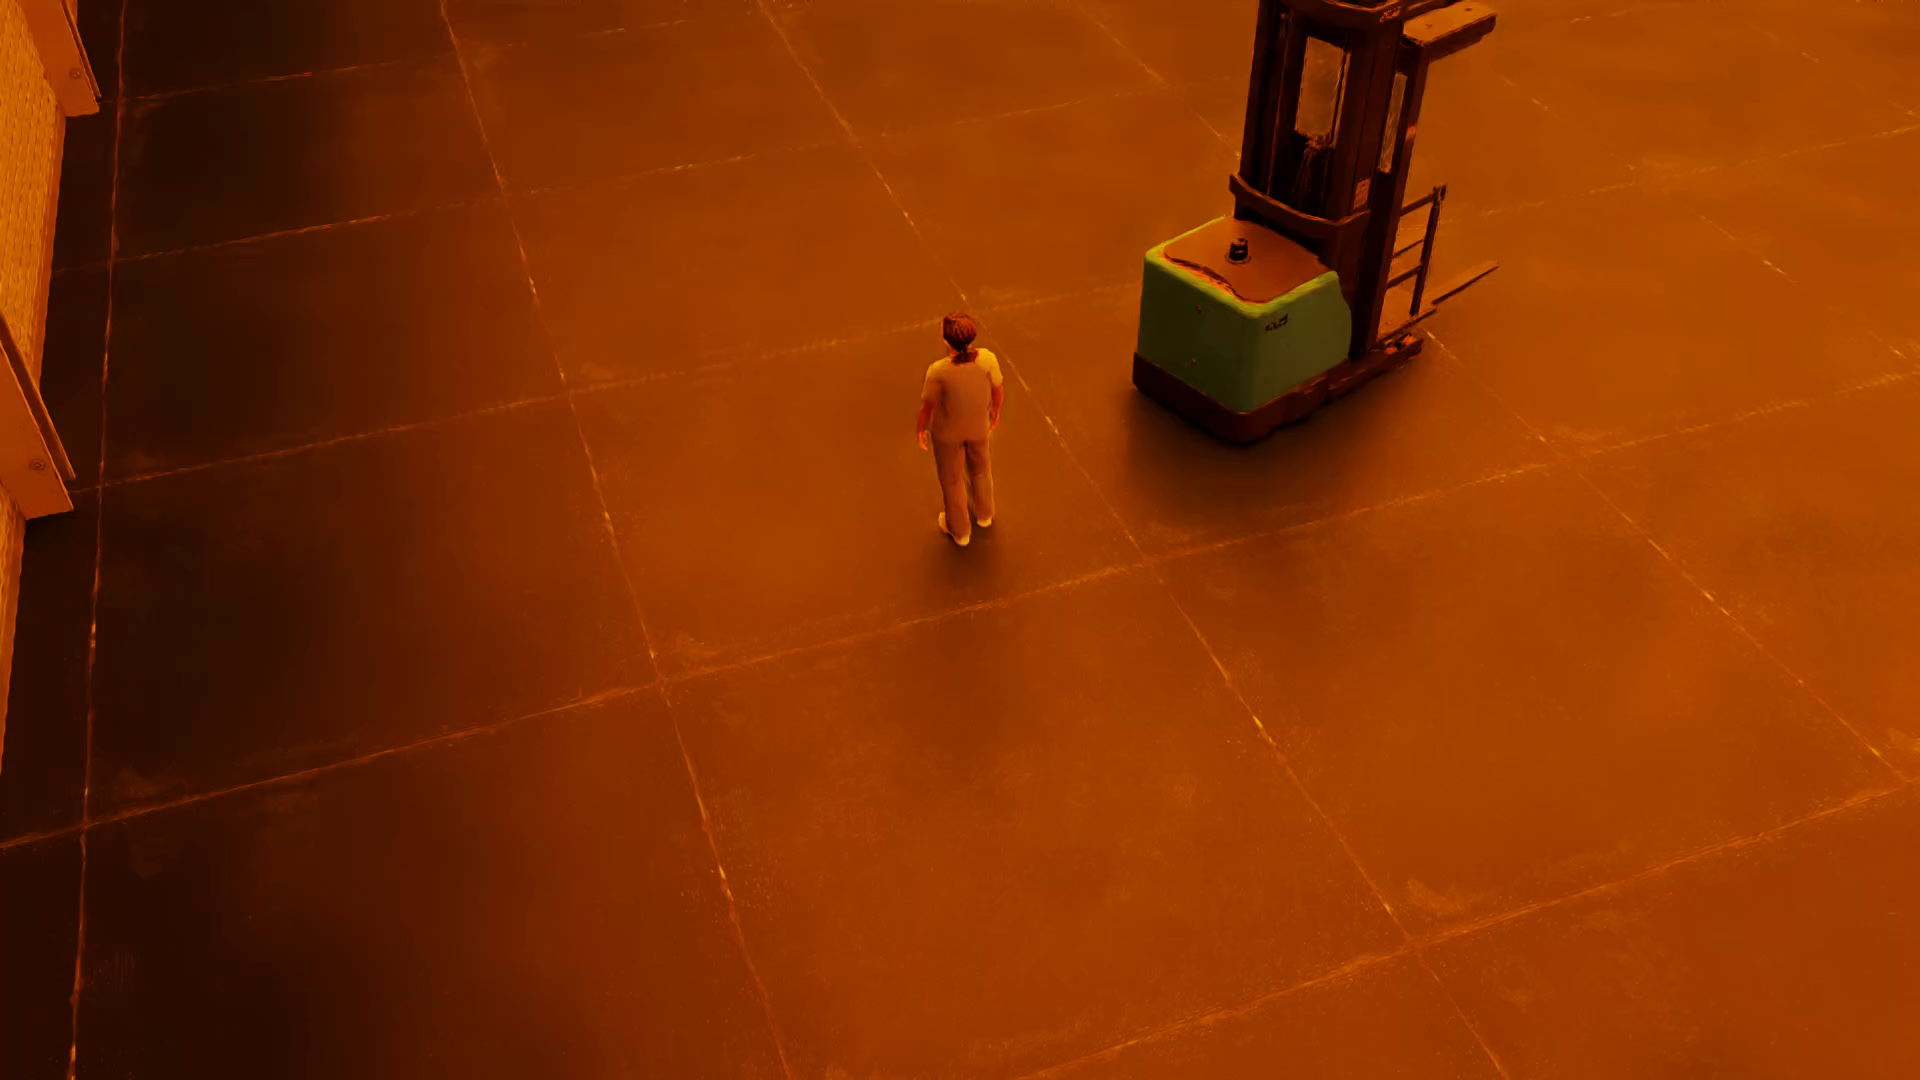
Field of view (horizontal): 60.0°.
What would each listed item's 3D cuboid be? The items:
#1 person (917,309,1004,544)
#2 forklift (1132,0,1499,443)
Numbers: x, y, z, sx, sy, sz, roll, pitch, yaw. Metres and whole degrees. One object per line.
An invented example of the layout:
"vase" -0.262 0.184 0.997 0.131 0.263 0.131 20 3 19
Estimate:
"person" -0.013 -0.695 9.789 0.550 1.674 0.548 -13 42 -15
"forklift" 2.645 -2.558 11.043 3.031 2.935 1.130 -28 48 -29
